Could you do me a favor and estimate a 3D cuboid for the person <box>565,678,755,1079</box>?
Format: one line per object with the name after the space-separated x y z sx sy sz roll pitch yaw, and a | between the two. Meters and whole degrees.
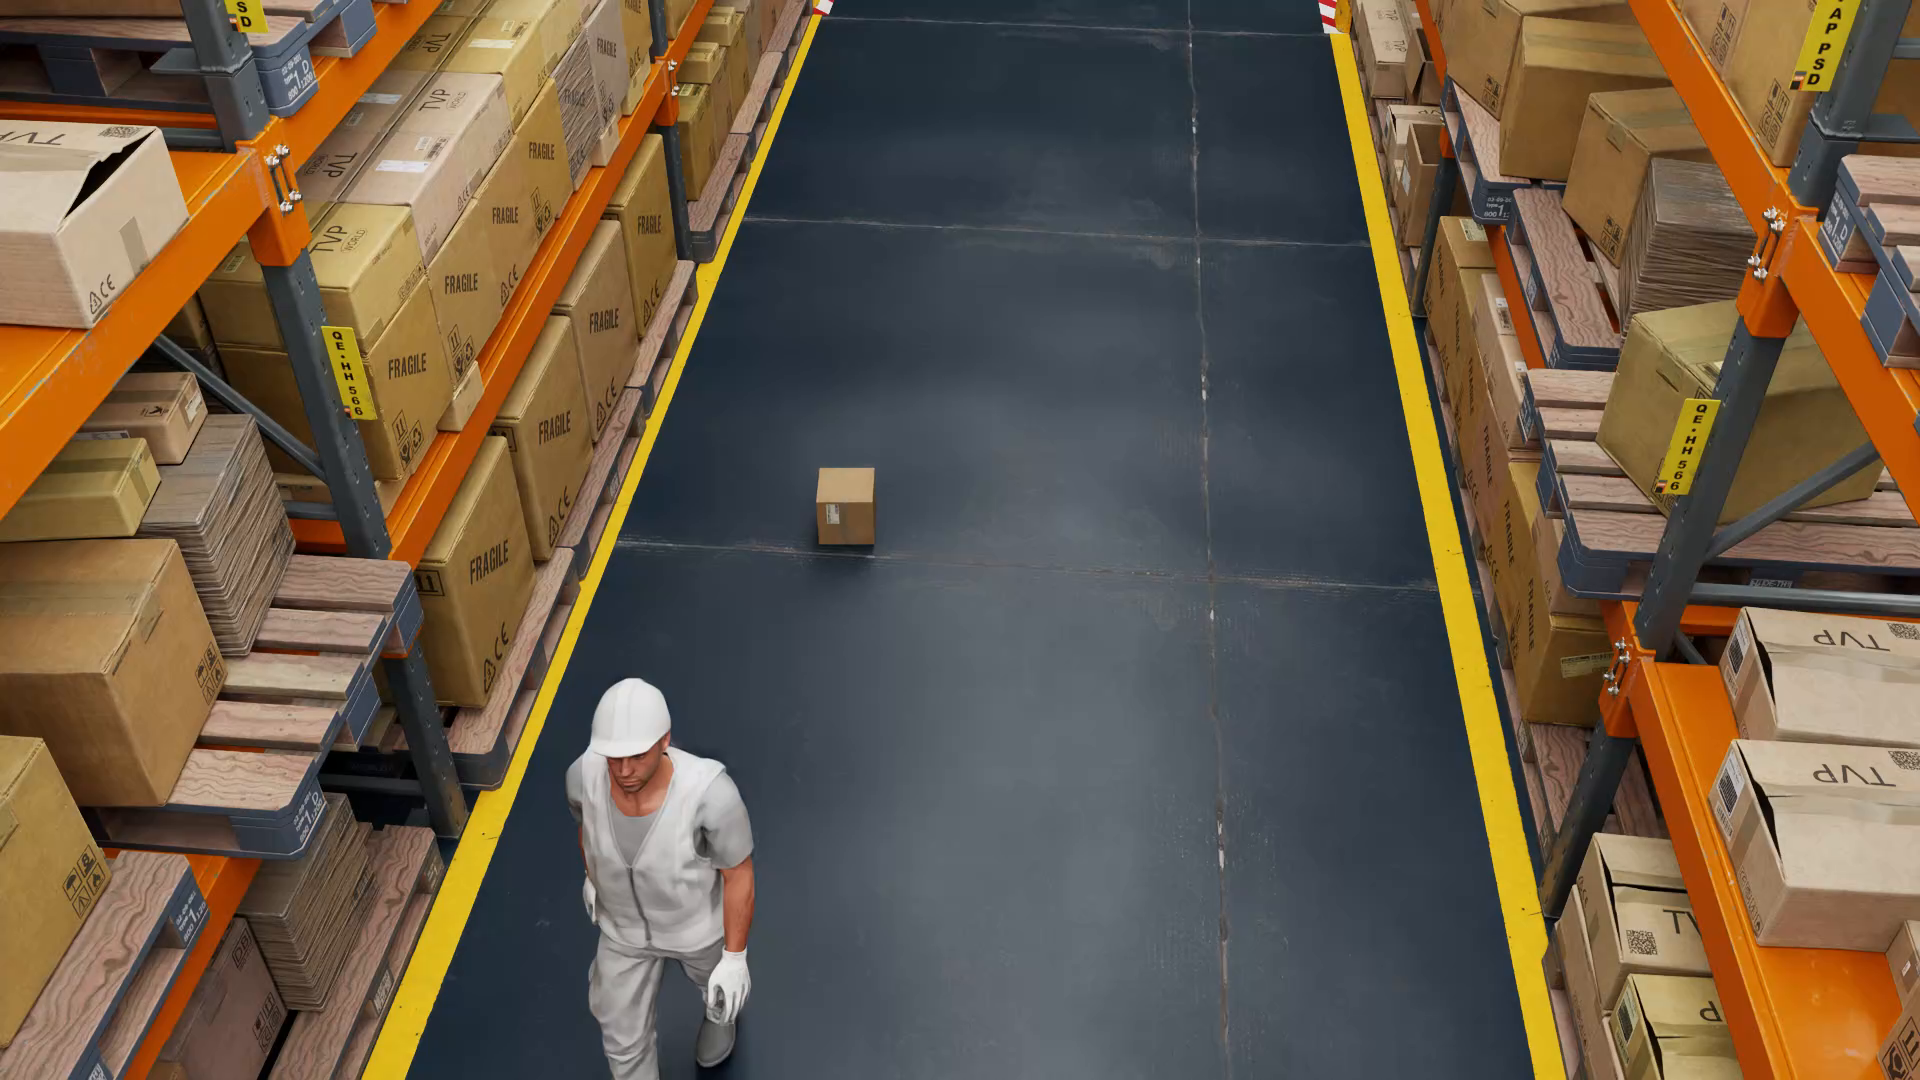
-0.866 1.151 4.730 0.589 1.765 0.900 5 40 6 | person
